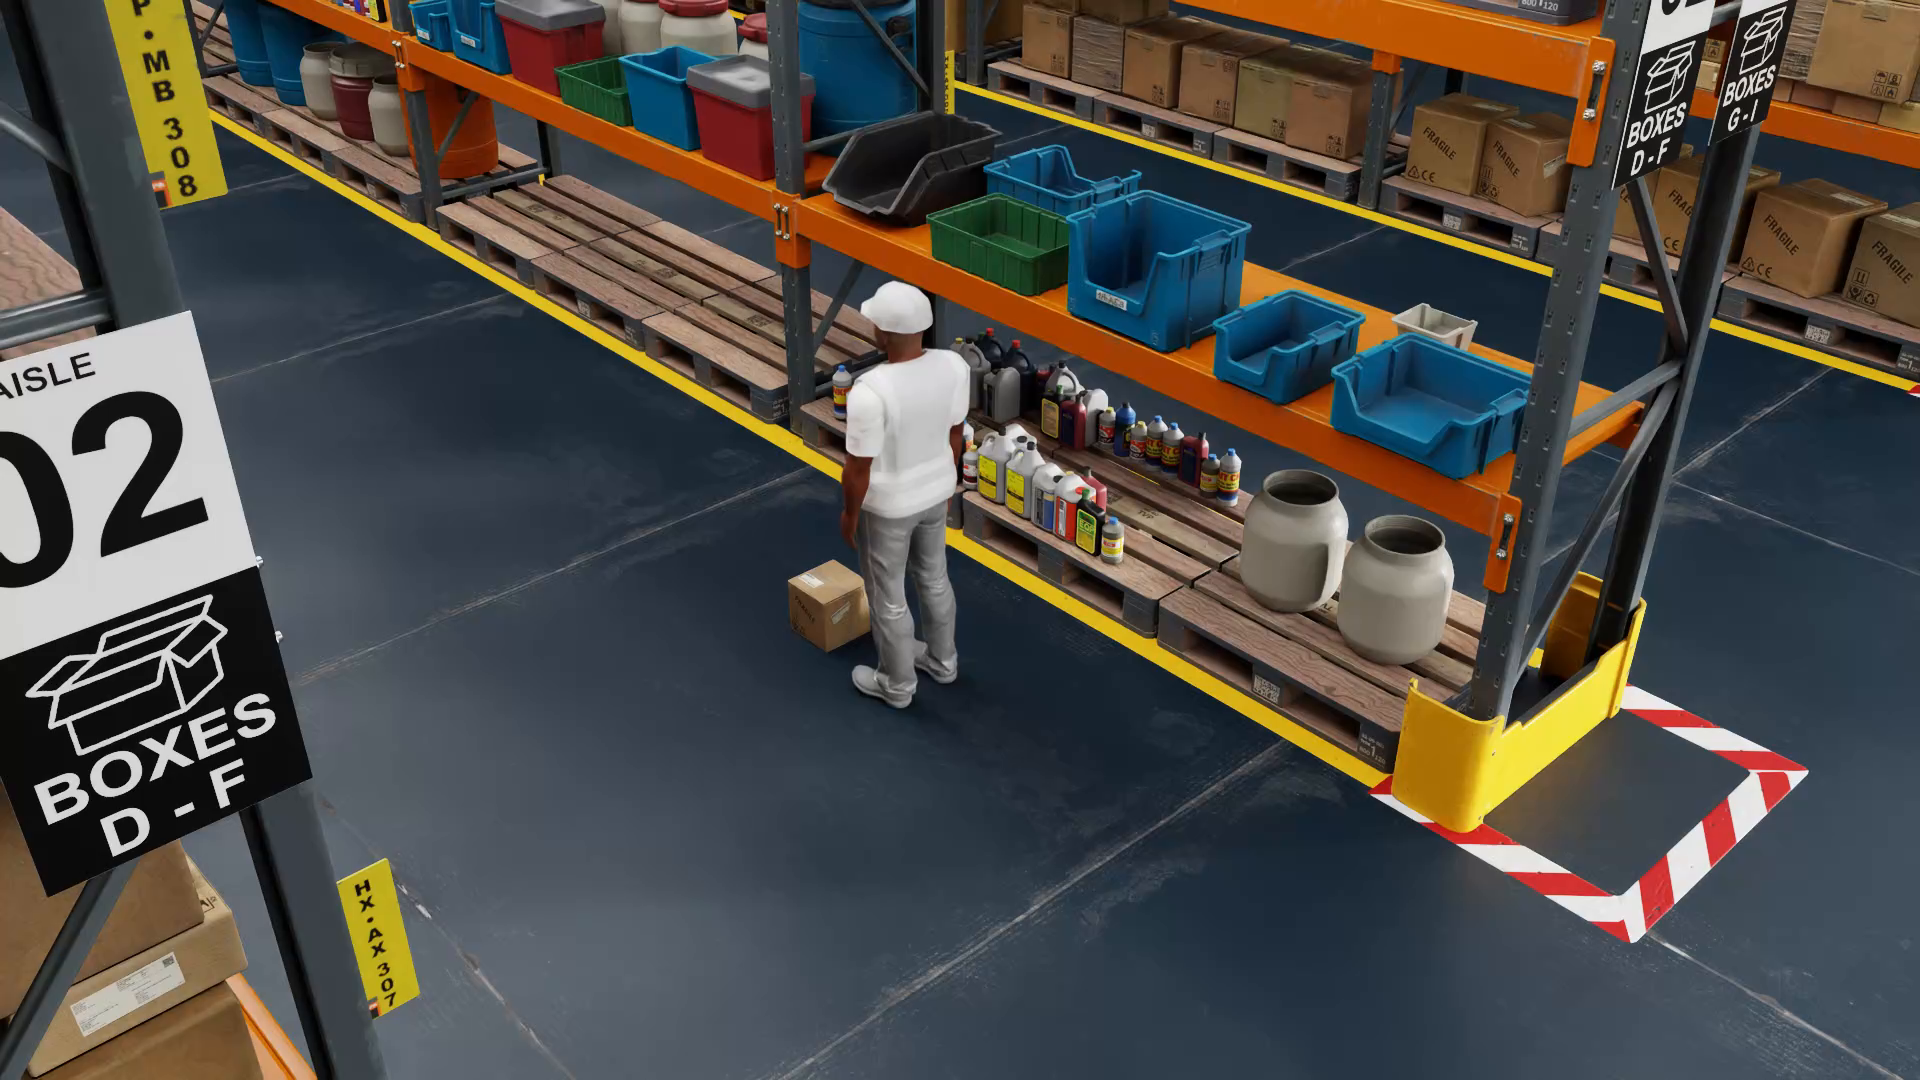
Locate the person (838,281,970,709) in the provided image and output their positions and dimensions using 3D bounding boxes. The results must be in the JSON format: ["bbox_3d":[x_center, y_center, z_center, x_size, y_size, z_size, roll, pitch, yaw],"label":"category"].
[{"bbox_3d":[-0.224,-0.166,6.384,0.561,1.763,0.353,-25,39,-34],"label":"person"}]
